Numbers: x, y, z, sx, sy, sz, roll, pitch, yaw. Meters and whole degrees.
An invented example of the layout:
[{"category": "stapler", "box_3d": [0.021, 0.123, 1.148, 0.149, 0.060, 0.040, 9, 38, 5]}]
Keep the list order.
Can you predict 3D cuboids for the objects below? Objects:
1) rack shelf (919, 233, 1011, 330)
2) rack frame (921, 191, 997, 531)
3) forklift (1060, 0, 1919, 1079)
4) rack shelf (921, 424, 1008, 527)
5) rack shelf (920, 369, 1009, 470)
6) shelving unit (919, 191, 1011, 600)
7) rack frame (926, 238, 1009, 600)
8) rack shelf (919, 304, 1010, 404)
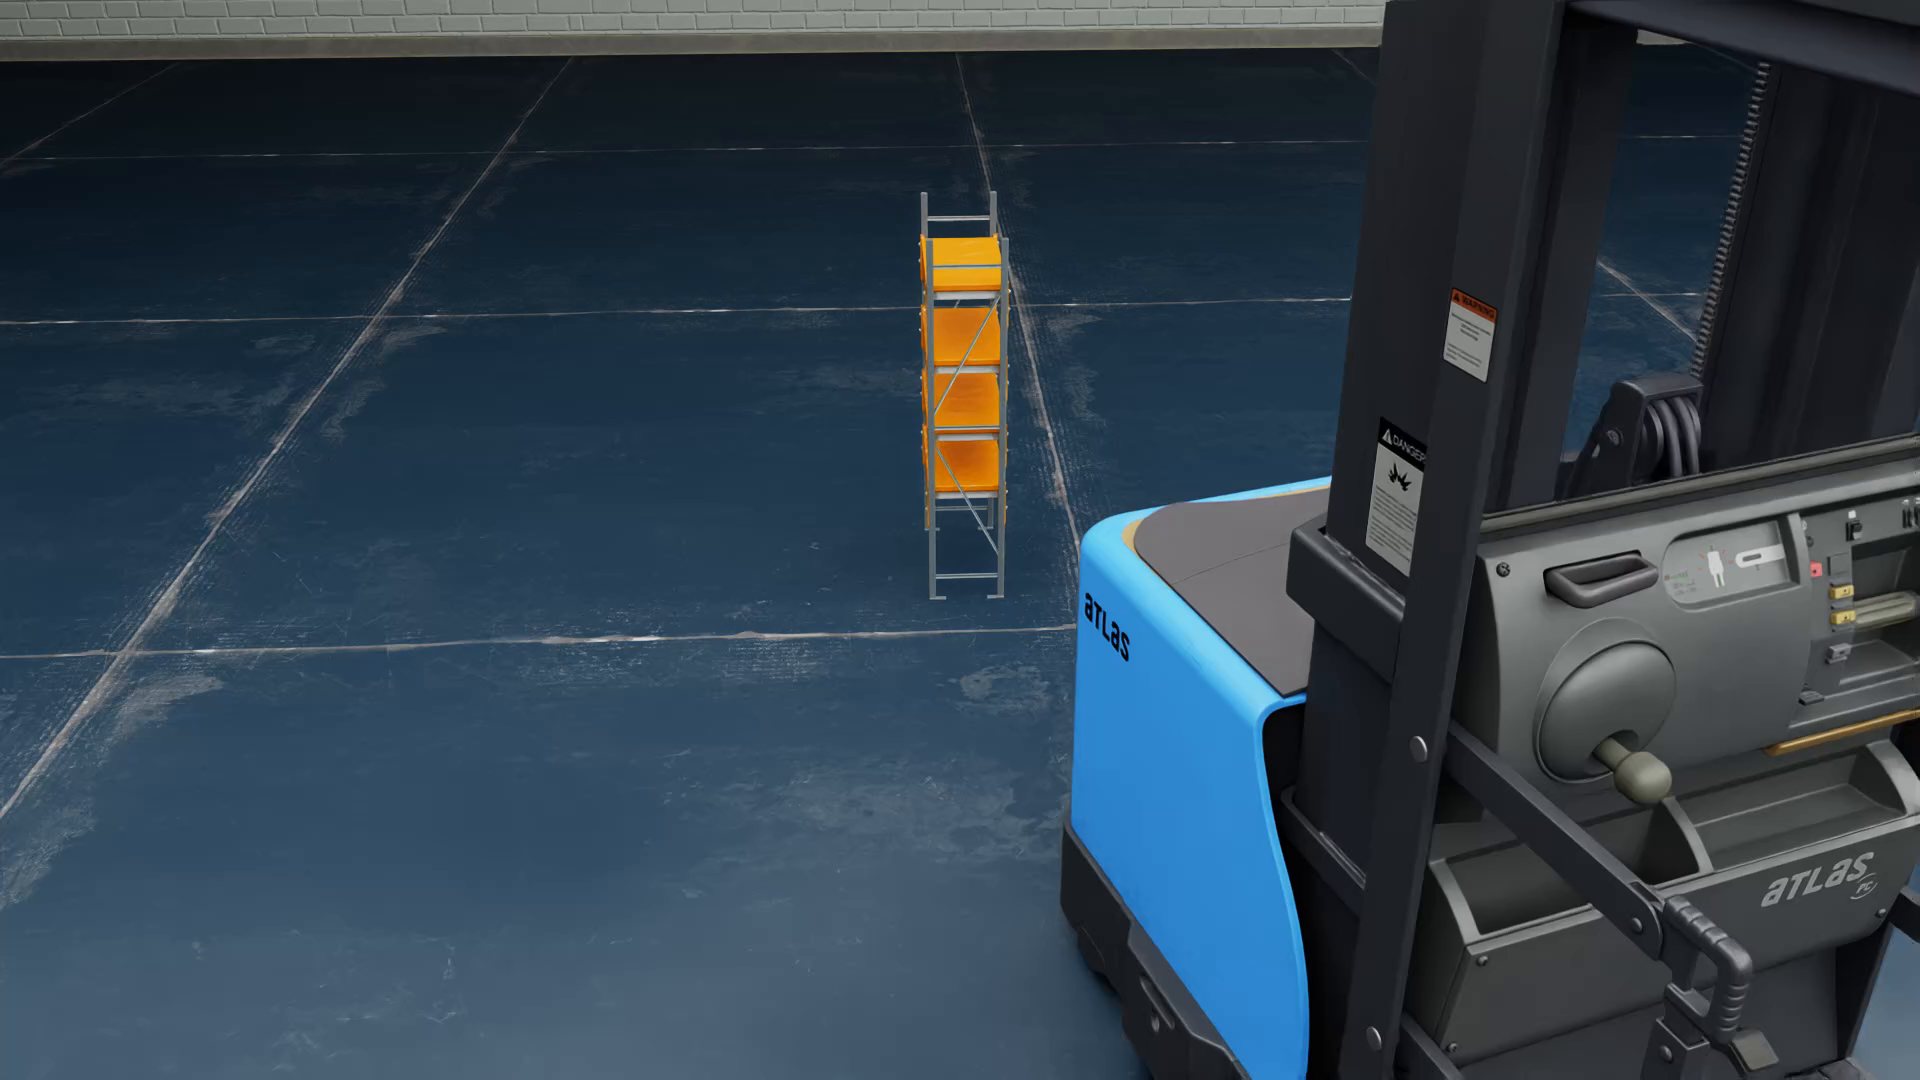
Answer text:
[{"category": "rack shelf", "box_3d": [0.009, -0.804, 5.144, 0.258, 0.148, 0.480, -1, 28, -3]}, {"category": "rack frame", "box_3d": [-0.004, -0.568, 5.542, 0.240, 1.200, 0.015, -1, 28, -3]}, {"category": "forklift", "box_3d": [1.240, 0.163, 2.268, 1.130, 2.935, 3.031, -10, 29, -19]}, {"category": "rack shelf", "box_3d": [0.009, -0.220, 5.449, 0.258, 0.148, 0.480, -1, 28, -3]}, {"category": "rack shelf", "box_3d": [0.009, -0.396, 5.357, 0.258, 0.148, 0.480, -1, 28, -3]}, {"category": "shelving unit", "box_3d": [0.009, -0.456, 5.326, 0.258, 1.200, 0.503, -1, 28, -3]}, {"category": "rack frame", "box_3d": [0.021, -0.343, 5.110, 0.240, 1.200, 0.015, -1, 28, -3]}, {"category": "rack shelf", "box_3d": [0.009, -0.594, 5.254, 0.258, 0.148, 0.480, -1, 28, -3]}]
